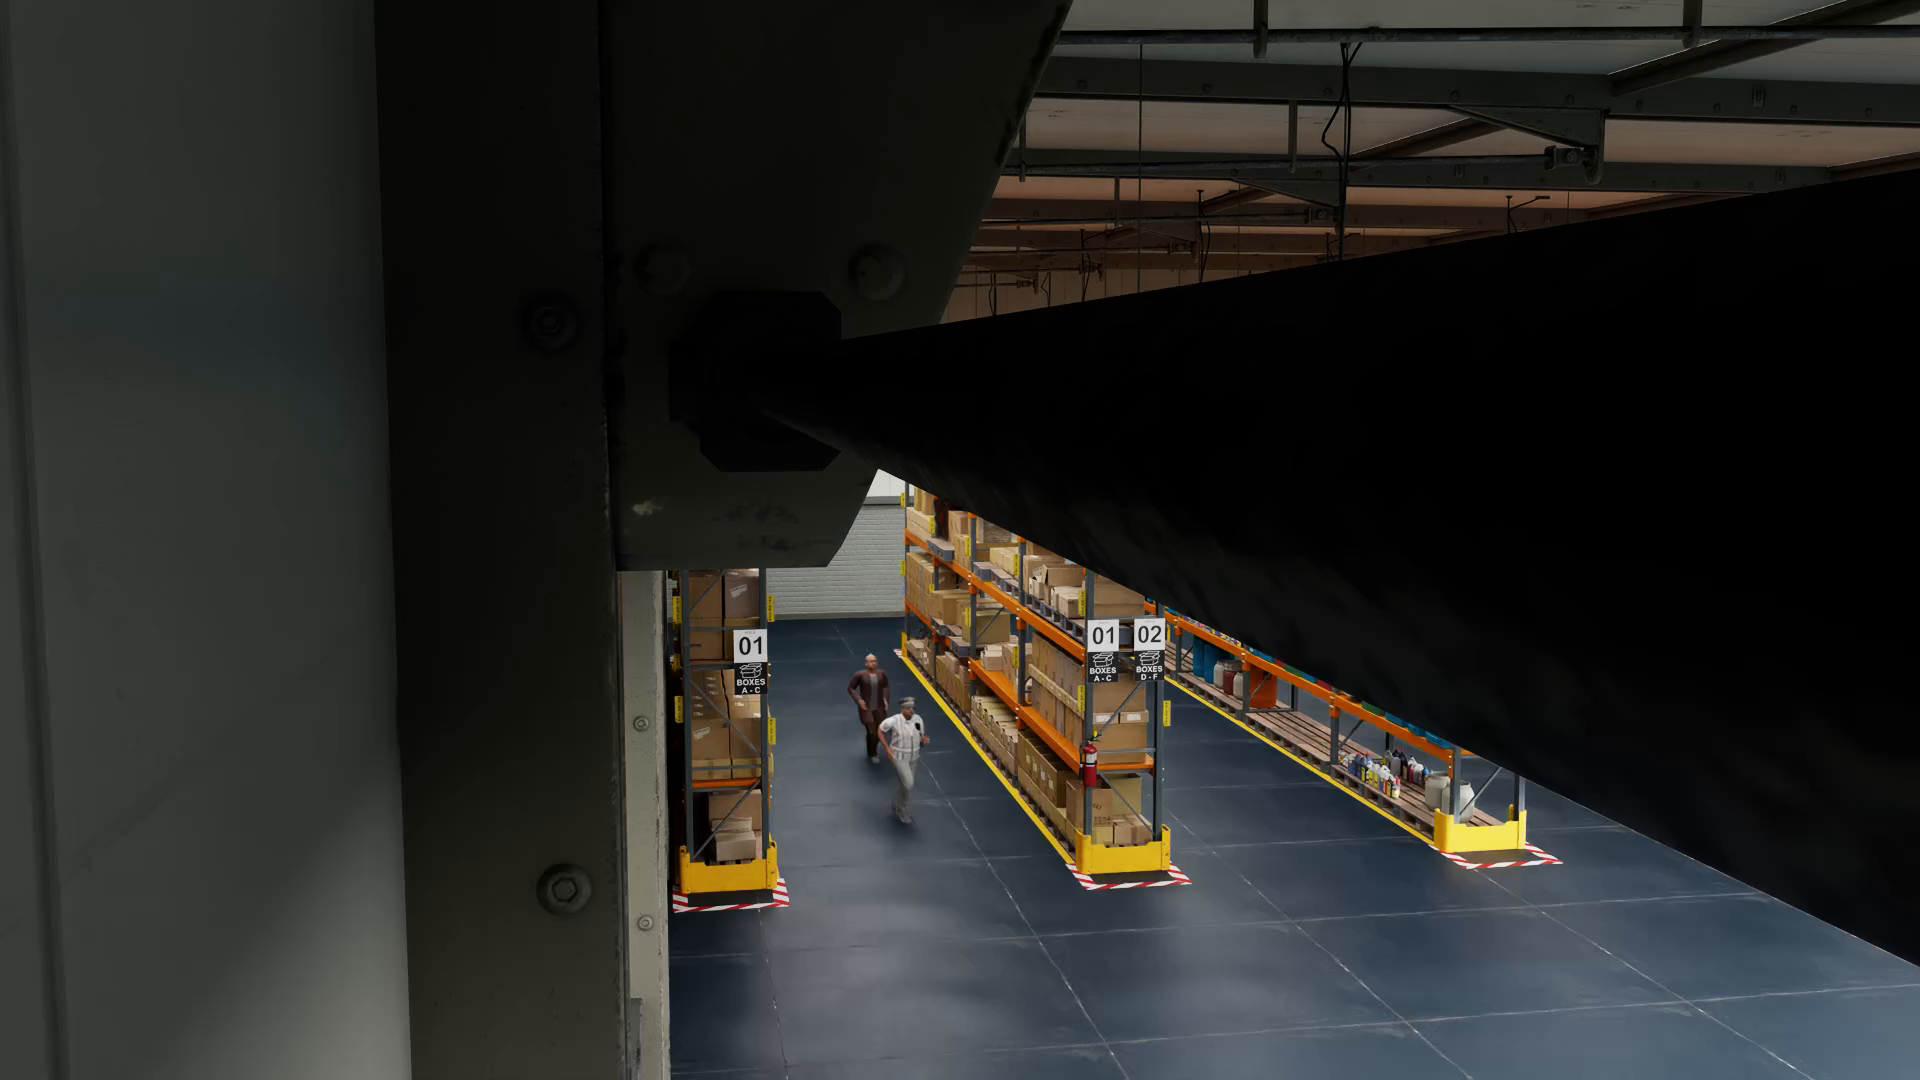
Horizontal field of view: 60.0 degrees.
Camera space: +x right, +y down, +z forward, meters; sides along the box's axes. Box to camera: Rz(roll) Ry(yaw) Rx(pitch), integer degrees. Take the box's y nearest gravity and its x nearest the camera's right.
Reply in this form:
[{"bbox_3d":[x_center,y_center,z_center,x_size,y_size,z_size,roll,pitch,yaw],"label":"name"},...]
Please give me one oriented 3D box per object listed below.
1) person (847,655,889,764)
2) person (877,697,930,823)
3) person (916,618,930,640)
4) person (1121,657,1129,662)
[{"bbox_3d":[-1.462,2.694,26.749,0.724,1.743,0.645,-2,6,-22],"label":"person"},{"bbox_3d":[-0.765,3.071,23.217,0.660,1.823,0.808,-4,7,-35],"label":"person"},{"bbox_3d":[-0.781,1.677,37.687,0.507,1.507,0.549,1,6,11],"label":"person"},{"bbox_3d":[3.086,2.064,32.392,0.663,1.760,0.949,-2,6,-17],"label":"person"}]
